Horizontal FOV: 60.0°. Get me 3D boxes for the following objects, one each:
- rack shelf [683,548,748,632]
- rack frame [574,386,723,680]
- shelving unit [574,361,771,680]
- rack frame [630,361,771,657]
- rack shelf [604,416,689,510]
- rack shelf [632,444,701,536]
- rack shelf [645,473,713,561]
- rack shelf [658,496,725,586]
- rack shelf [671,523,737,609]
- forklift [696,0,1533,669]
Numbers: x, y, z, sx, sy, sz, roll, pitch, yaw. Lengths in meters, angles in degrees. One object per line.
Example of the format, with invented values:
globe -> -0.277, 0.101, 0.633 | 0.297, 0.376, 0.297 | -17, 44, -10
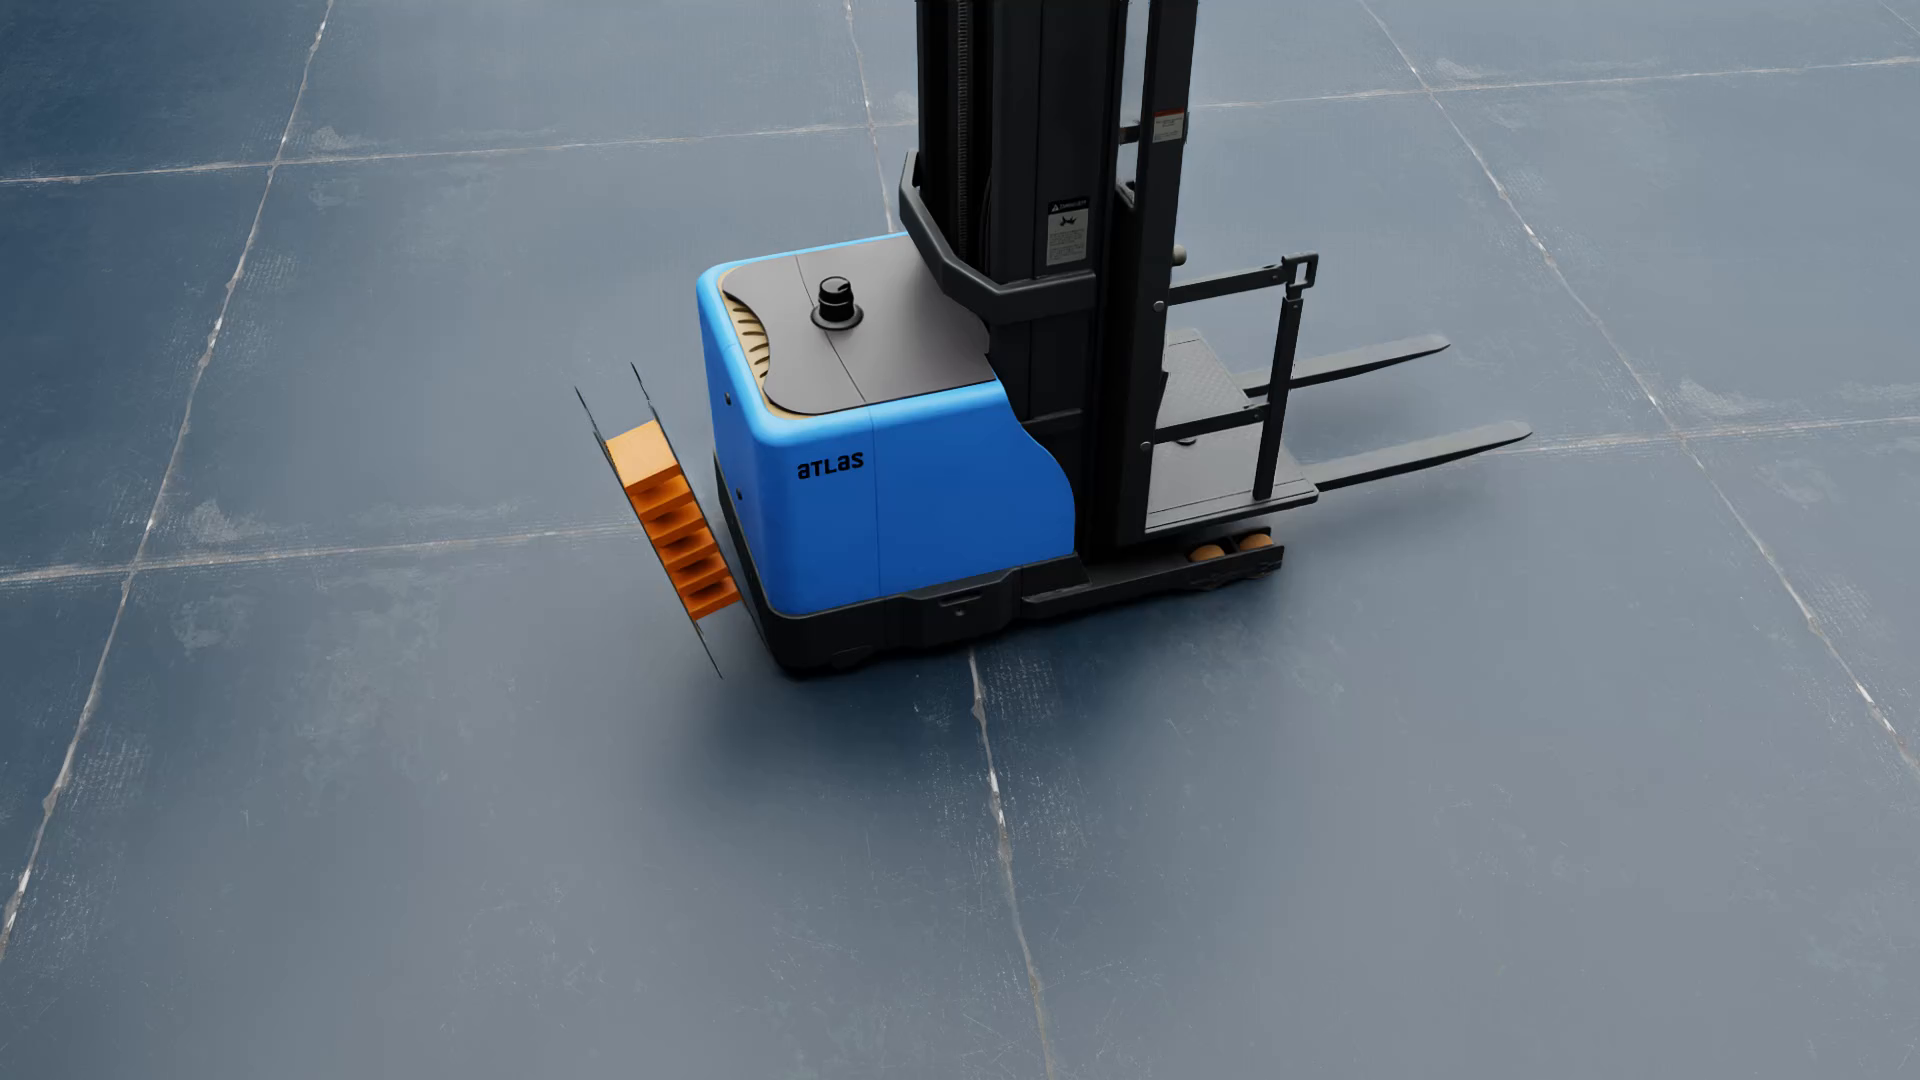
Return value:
rack shelf -> -0.847, 0.158, 5.583 | 0.180, 0.103, 0.258 | -25, 46, -7
rack frame -> -0.989, 0.008, 5.367 | 0.006, 1.200, 0.240 | -25, 46, -7
shelving unit -> -0.907, -0.031, 5.379 | 0.189, 1.200, 0.258 | -25, 46, -7
rack frame -> -0.825, -0.069, 5.391 | 0.006, 1.200, 0.240 | -25, 46, -7
rack shelf -> -0.974, -0.240, 5.152 | 0.180, 0.103, 0.258 | -25, 46, -7
rack shelf -> -0.948, -0.160, 5.238 | 0.180, 0.103, 0.258 | -25, 46, -7
rack shelf -> -0.923, -0.081, 5.324 | 0.180, 0.103, 0.258 | -25, 46, -7
rack shelf -> -0.898, -0.001, 5.411 | 0.180, 0.103, 0.258 | -25, 46, -7
rack shelf -> -0.873, 0.078, 5.497 | 0.180, 0.103, 0.258 | -25, 46, -7
forklift -> 0.660, -1.231, 5.426 | 3.031, 2.935, 1.130 | -13, 44, -14
